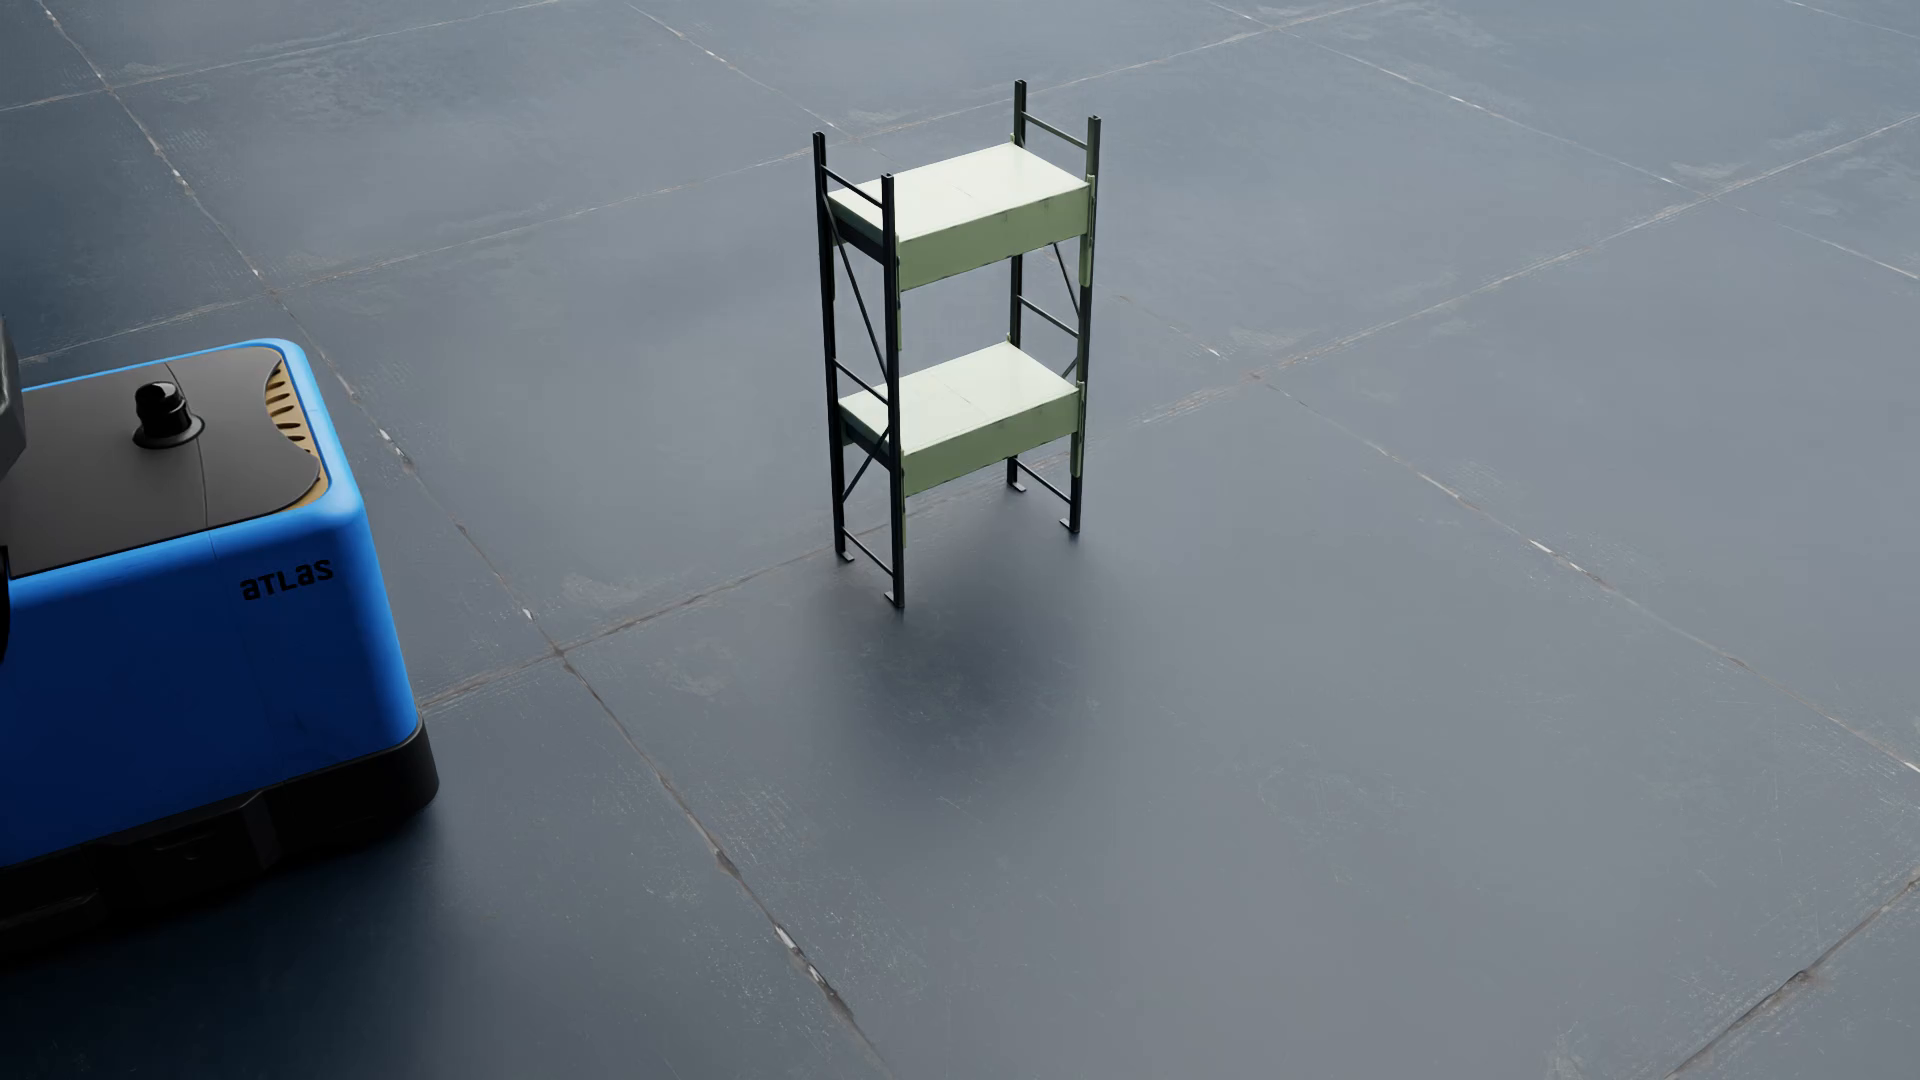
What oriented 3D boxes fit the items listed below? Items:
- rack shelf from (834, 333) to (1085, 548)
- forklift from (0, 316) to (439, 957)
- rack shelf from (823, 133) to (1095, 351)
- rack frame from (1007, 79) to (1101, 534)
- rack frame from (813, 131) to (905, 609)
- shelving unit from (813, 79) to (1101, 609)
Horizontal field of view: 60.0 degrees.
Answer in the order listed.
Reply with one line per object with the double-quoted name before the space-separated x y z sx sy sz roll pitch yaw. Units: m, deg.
"rack shelf" -0.005 -0.342 5.499 0.720 0.370 0.431 -22 41 -28
"forklift" -3.010 -0.270 3.615 3.031 2.935 1.130 -17 39 -22
"rack shelf" -0.005 -0.923 5.081 0.720 0.370 0.431 -22 41 -28
"rack frame" 0.294 -0.730 5.480 0.023 1.500 0.400 -22 41 -28
"rack frame" -0.305 -0.484 5.138 0.023 1.500 0.400 -22 41 -28
"shelving unit" -0.005 -0.607 5.309 0.755 1.500 0.431 -22 41 -28
